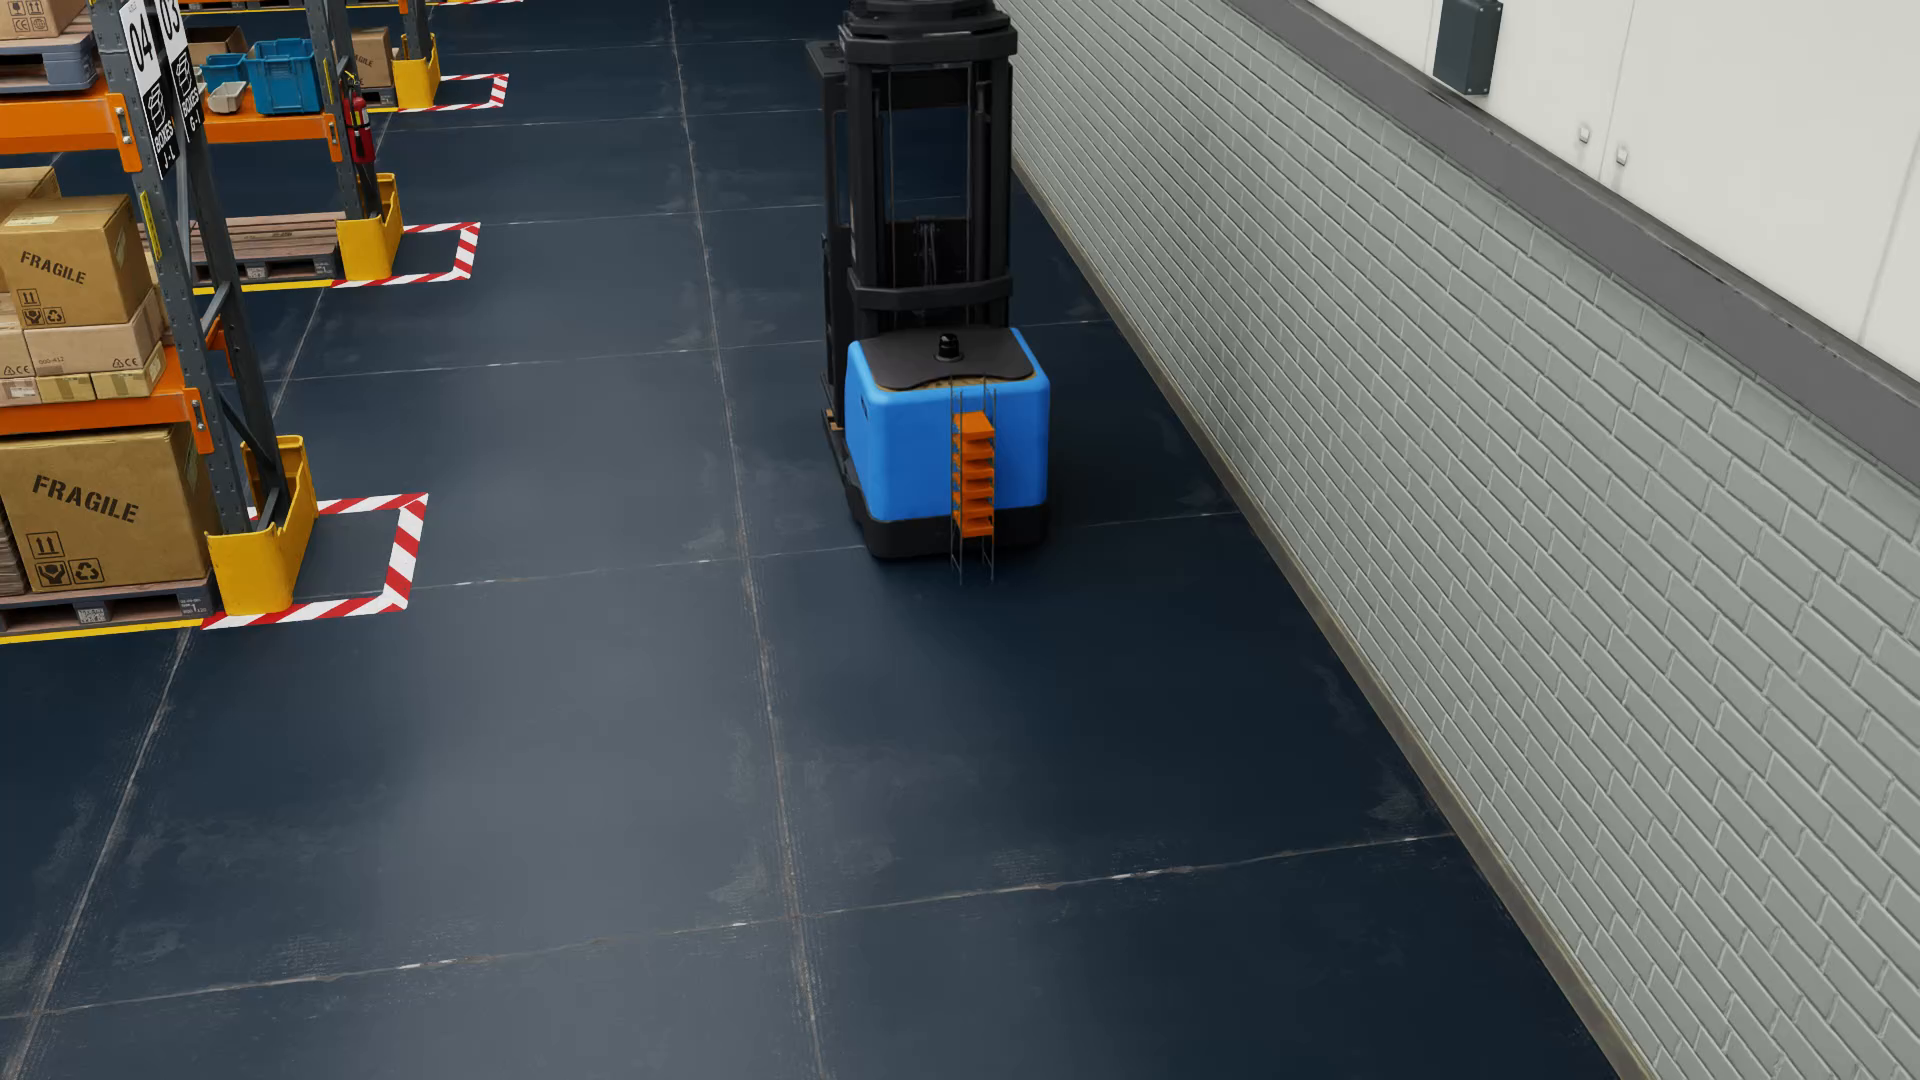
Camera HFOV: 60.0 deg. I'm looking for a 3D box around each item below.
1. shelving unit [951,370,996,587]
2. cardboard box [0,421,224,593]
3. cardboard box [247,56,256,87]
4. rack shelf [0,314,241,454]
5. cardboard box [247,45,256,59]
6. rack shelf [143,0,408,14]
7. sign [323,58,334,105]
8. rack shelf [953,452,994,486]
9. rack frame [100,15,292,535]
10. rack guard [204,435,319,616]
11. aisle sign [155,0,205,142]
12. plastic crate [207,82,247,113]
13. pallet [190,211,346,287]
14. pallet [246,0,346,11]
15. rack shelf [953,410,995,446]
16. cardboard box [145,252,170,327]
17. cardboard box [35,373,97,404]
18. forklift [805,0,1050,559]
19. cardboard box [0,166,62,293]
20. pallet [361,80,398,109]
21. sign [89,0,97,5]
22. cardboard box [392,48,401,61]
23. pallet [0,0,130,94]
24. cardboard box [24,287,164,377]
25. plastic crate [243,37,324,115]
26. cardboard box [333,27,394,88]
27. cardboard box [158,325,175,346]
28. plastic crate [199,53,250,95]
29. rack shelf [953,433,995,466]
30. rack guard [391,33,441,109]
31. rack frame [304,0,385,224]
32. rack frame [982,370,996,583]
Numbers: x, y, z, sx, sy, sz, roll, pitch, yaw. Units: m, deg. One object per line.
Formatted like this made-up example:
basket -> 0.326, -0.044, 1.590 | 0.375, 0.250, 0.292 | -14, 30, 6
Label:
shelving unit -> 0.069, -0.325, 9.119 | 0.189, 1.200, 0.258 | -7, 31, -12
cardboard box -> -4.578, -0.344, 9.057 | 0.875, 0.875, 0.875 | -5, 31, -9
cardboard box -> -7.173, -4.877, 17.363 | 0.500, 0.250, 0.500 | -5, 31, -9
rack shelf -> -5.930, -0.684, 8.664 | 4.000, 0.370, 1.077 | -5, 31, -9
cardboard box -> -7.313, -5.121, 17.779 | 0.500, 0.250, 0.500 | -5, 31, -9
rack shelf -> -7.710, -5.624, 17.065 | 4.000, 0.370, 1.077 | -5, 31, -9
sign -> -4.739, -3.444, 12.487 | 0.005, 0.325, 0.100 | -5, 31, -9
rack shelf -> 0.069, -0.390, 9.080 | 0.180, 0.103, 0.258 | -7, 31, -12
rack frame -> -3.962, -1.177, 8.792 | 0.127, 3.000, 1.000 | -5, 31, -9
rack guard -> -3.939, -0.102, 9.430 | 0.348, 0.500, 1.175 | -5, 31, -9
aisle sign -> -3.946, -2.454, 8.399 | 0.004, 0.787, 0.394 | -5, 31, -9
plastic crate -> -5.624, -3.394, 12.764 | 0.243, 0.136, 0.396 | -5, 31, -9
pallet -> -5.673, -2.388, 13.604 | 1.213, 0.211, 1.003 | -5, 31, -9
pallet -> -8.609, -7.162, 21.722 | 1.213, 0.211, 1.003 | -5, 31, -9
rack shelf -> 0.069, -0.597, 8.959 | 0.180, 0.103, 0.258 | -7, 31, -12
cardboard box -> -4.483, -1.331, 8.909 | 0.500, 0.250, 0.500 | -6, 31, -10
cardboard box -> -4.509, -0.847, 8.480 | 0.250, 0.149, 0.380 | -5, 31, -8
forklift -> -0.295, -1.891, 10.075 | 1.130, 2.935, 3.031 | -6, 31, -10
cardboard box -> -4.975, -1.609, 8.642 | 0.500, 0.500, 0.500 | -6, 31, -10
pallet -> -6.602, -4.834, 17.763 | 1.213, 0.211, 1.003 | -5, 31, -9
sign -> -3.878, -2.546, 7.365 | 0.005, 0.325, 0.100 | -5, 31, -9
cardboard box -> -6.217, -5.210, 18.030 | 0.250, 0.149, 0.380 | -5, 31, -9
pallet -> -4.690, -2.359, 7.930 | 1.213, 0.211, 1.003 | -5, 31, -9
cardboard box -> -4.391, -1.064, 8.455 | 0.500, 0.250, 0.500 | -6, 31, -10
plastic crate -> -5.150, -3.564, 12.758 | 0.499, 0.435, 0.616 | -5, 31, -9
cardboard box -> -6.233, -5.056, 17.422 | 0.500, 0.500, 0.500 | -5, 31, -9
cardboard box -> -4.371, -1.201, 9.081 | 0.250, 0.149, 0.380 | -5, 31, -8
plastic crate -> -5.804, -3.682, 13.158 | 0.300, 0.233, 0.416 | -5, 31, -9
rack shelf -> 0.069, -0.493, 9.019 | 0.180, 0.103, 0.258 | -7, 31, -12
rack guard -> -5.818, -5.032, 17.815 | 0.348, 0.500, 1.175 | -5, 31, -9
rack frame -> -4.855, -3.646, 12.992 | 0.127, 3.000, 1.000 | -5, 31, -9
rack frame -> 0.158, -0.336, 9.137 | 0.006, 1.200, 0.240 | -7, 31, -12
